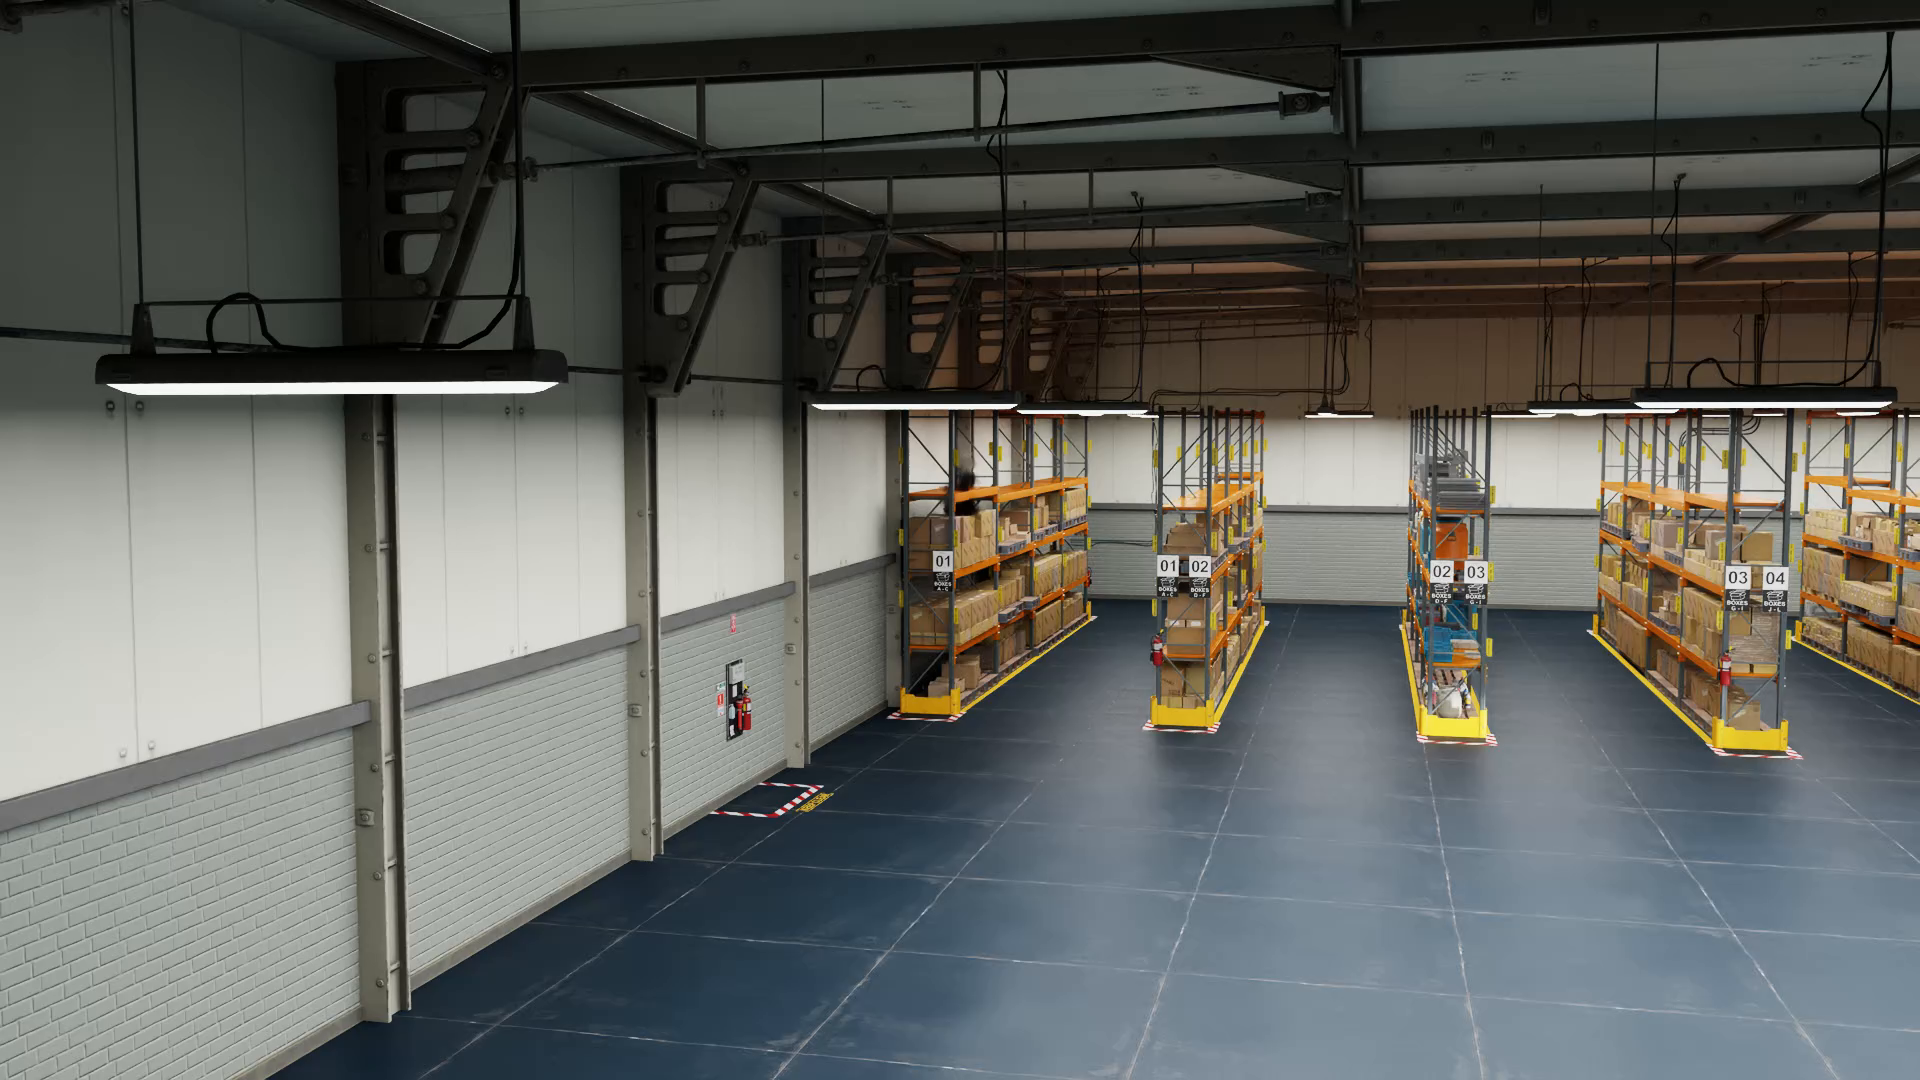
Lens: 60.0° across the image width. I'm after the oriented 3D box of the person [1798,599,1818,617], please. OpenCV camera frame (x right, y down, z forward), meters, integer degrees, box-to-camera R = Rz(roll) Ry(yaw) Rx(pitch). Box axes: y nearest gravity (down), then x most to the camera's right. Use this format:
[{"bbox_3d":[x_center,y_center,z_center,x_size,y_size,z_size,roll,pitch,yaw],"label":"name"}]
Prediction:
[{"bbox_3d":[22.656,1.679,44.290,0.594,1.732,0.684,-1,4,-9],"label":"person"}]
